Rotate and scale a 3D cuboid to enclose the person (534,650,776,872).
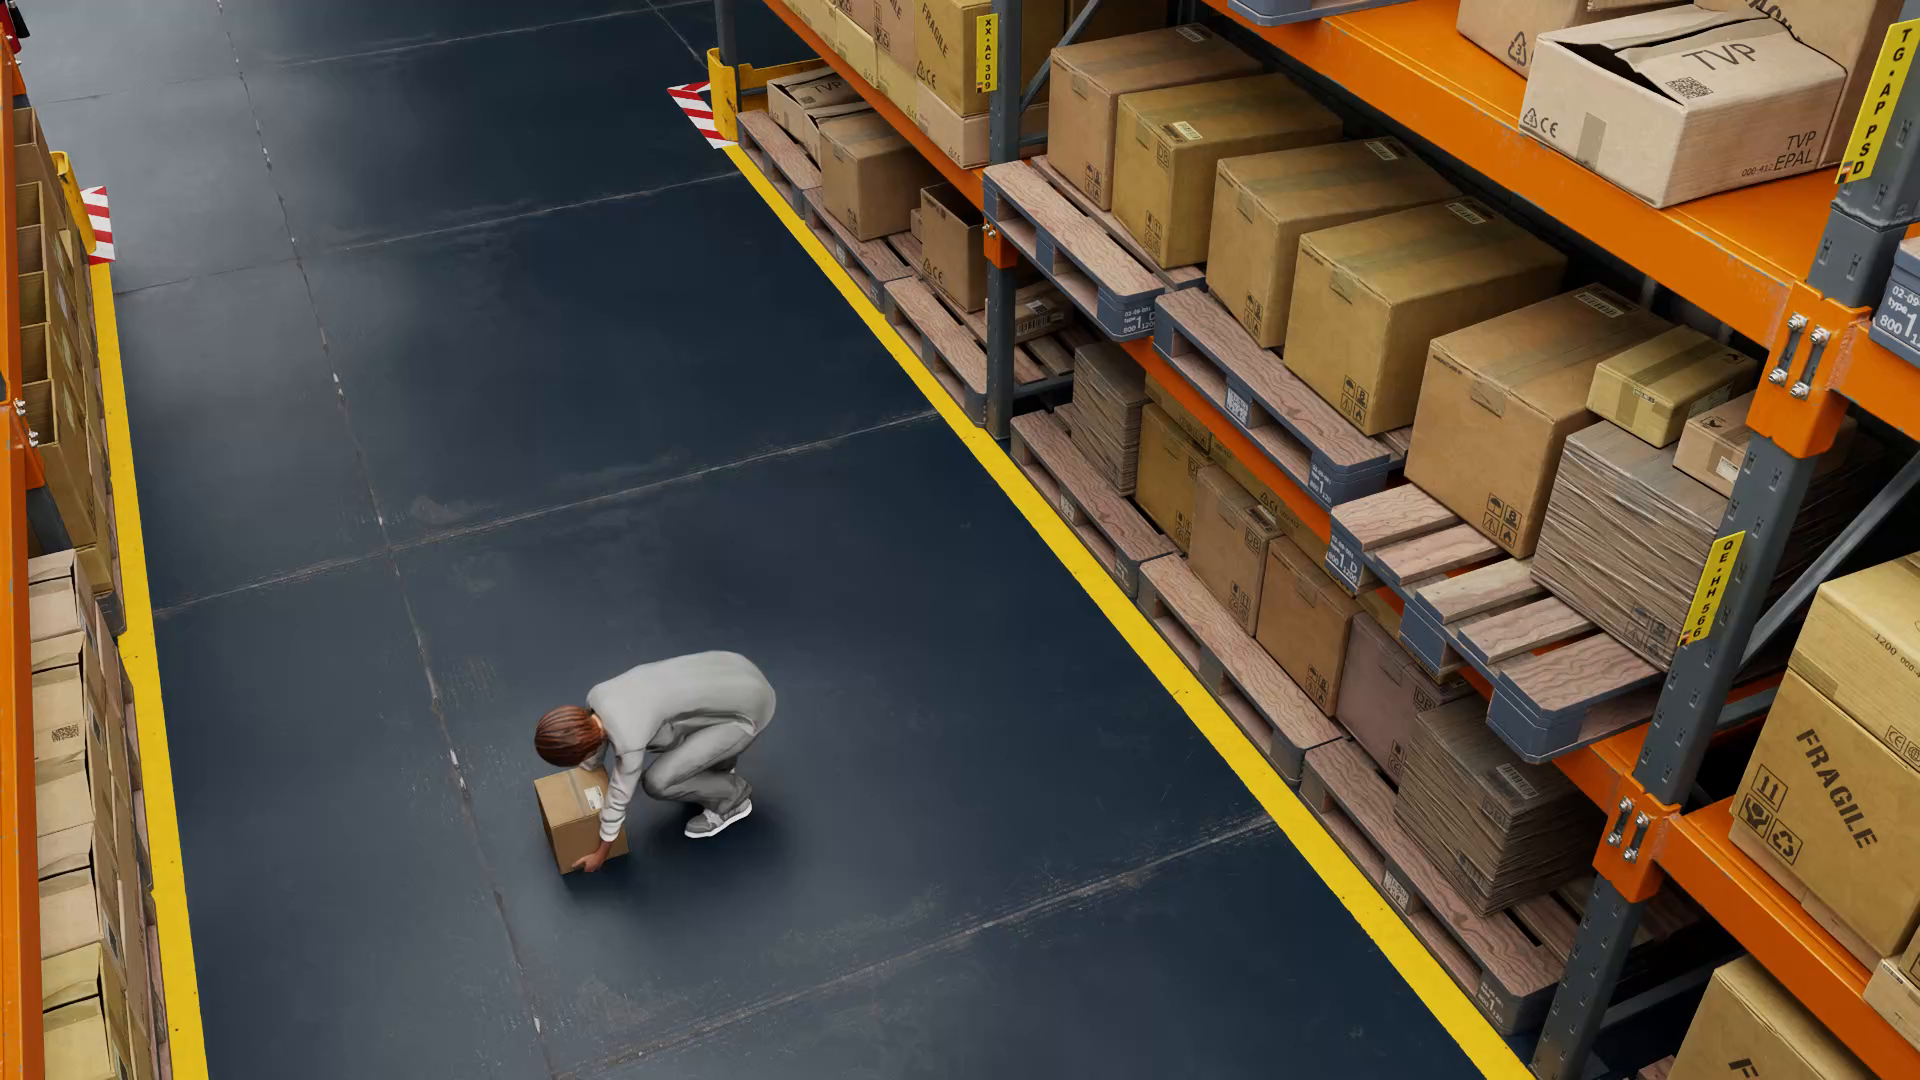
[{"bbox_3d":[-1.065,0.754,5.946,0.863,0.699,0.421,-17,41,-21],"label":"person"}]
